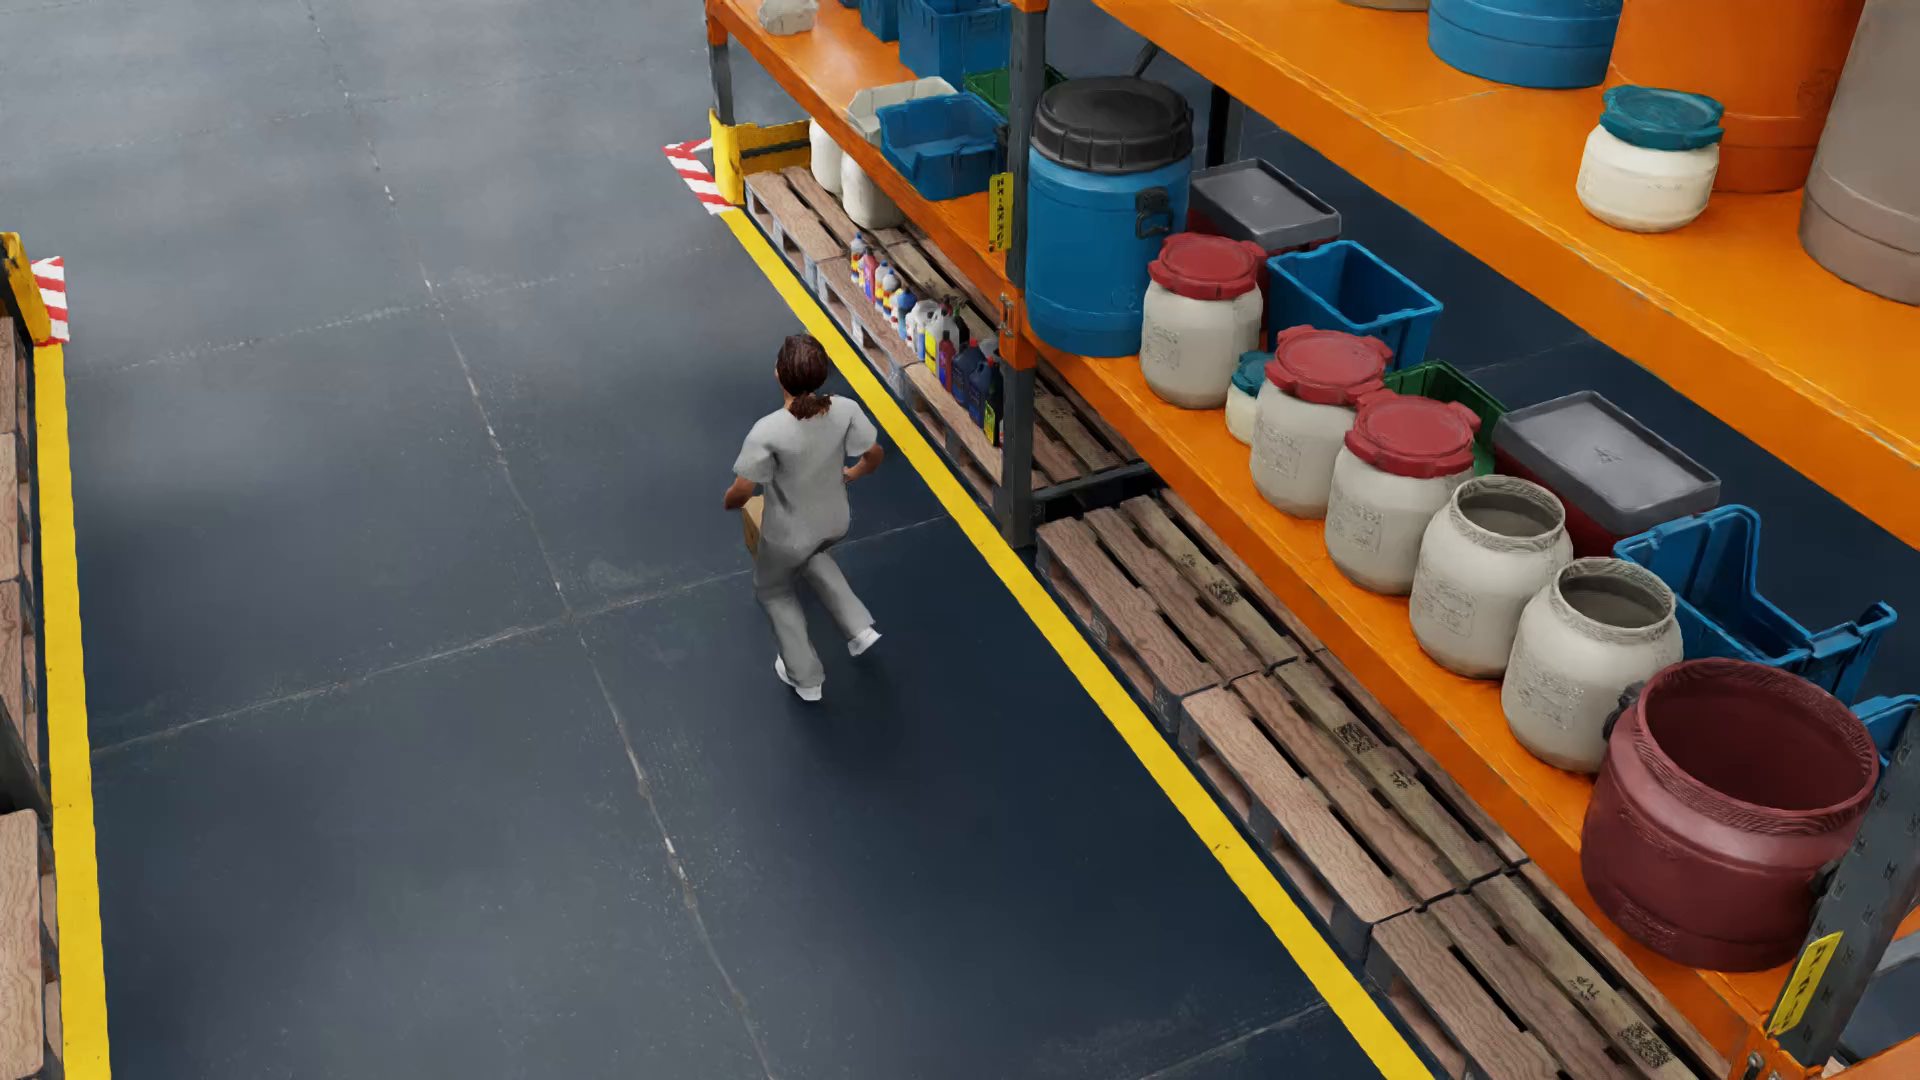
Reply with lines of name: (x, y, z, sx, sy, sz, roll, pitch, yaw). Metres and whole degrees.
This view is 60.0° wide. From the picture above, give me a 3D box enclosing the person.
person: (-0.632, -0.080, 6.293, 0.612, 1.636, 0.469, -28, 45, -31)
